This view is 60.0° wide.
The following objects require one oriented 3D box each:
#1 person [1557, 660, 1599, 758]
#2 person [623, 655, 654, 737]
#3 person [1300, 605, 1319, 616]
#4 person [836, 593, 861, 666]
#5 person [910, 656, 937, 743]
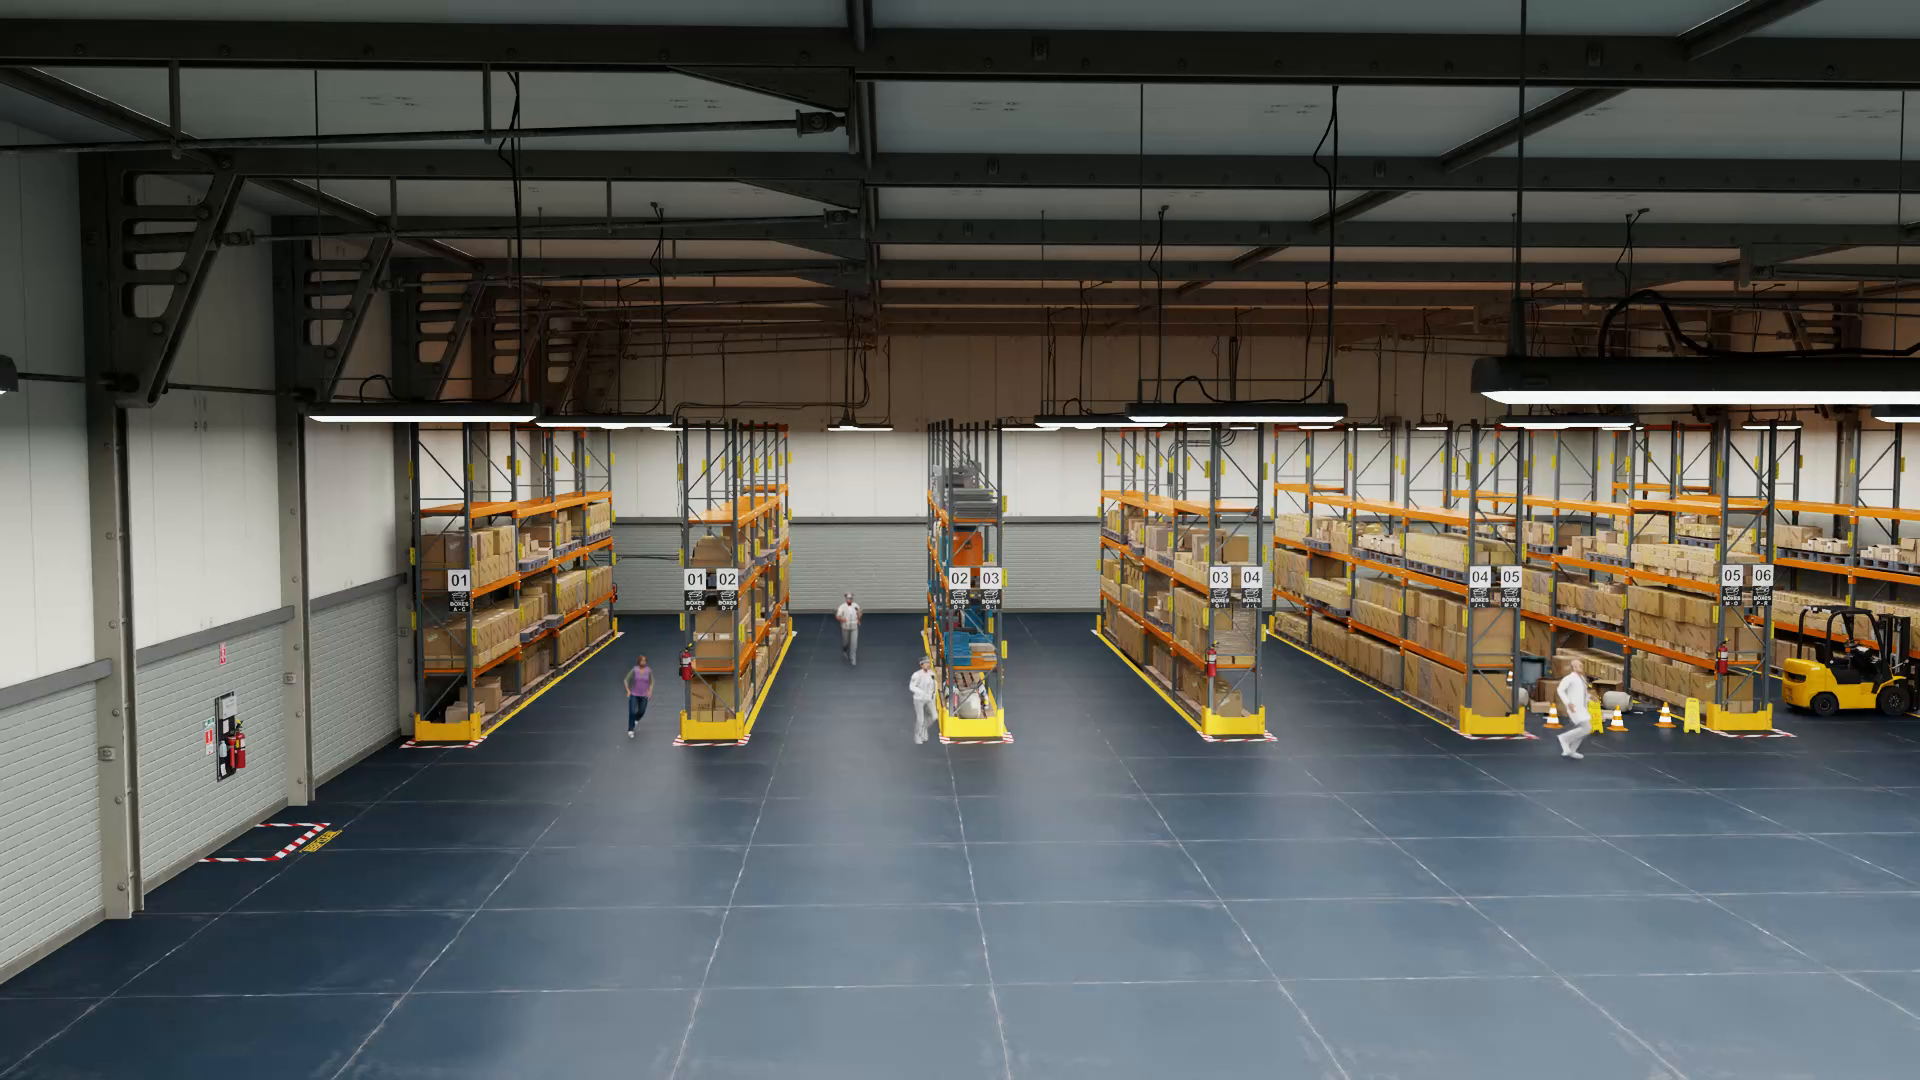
[{"bbox_3d":[10.896,2.981,29.261,0.629,1.740,0.708,3,5,40],"label":"person"},{"bbox_3d":[-6.085,2.952,31.541,0.585,1.553,0.504,-1,4,-16],"label":"person"},{"bbox_3d":[10.309,1.780,48.985,0.697,1.704,0.574,0,4,-3],"label":"person"},{"bbox_3d":[-2.747,2.187,41.336,0.664,1.780,0.954,-1,4,-14],"label":"person"},{"bbox_3d":[-0.635,2.943,30.628,0.636,1.648,0.642,-2,4,-27],"label":"person"}]
